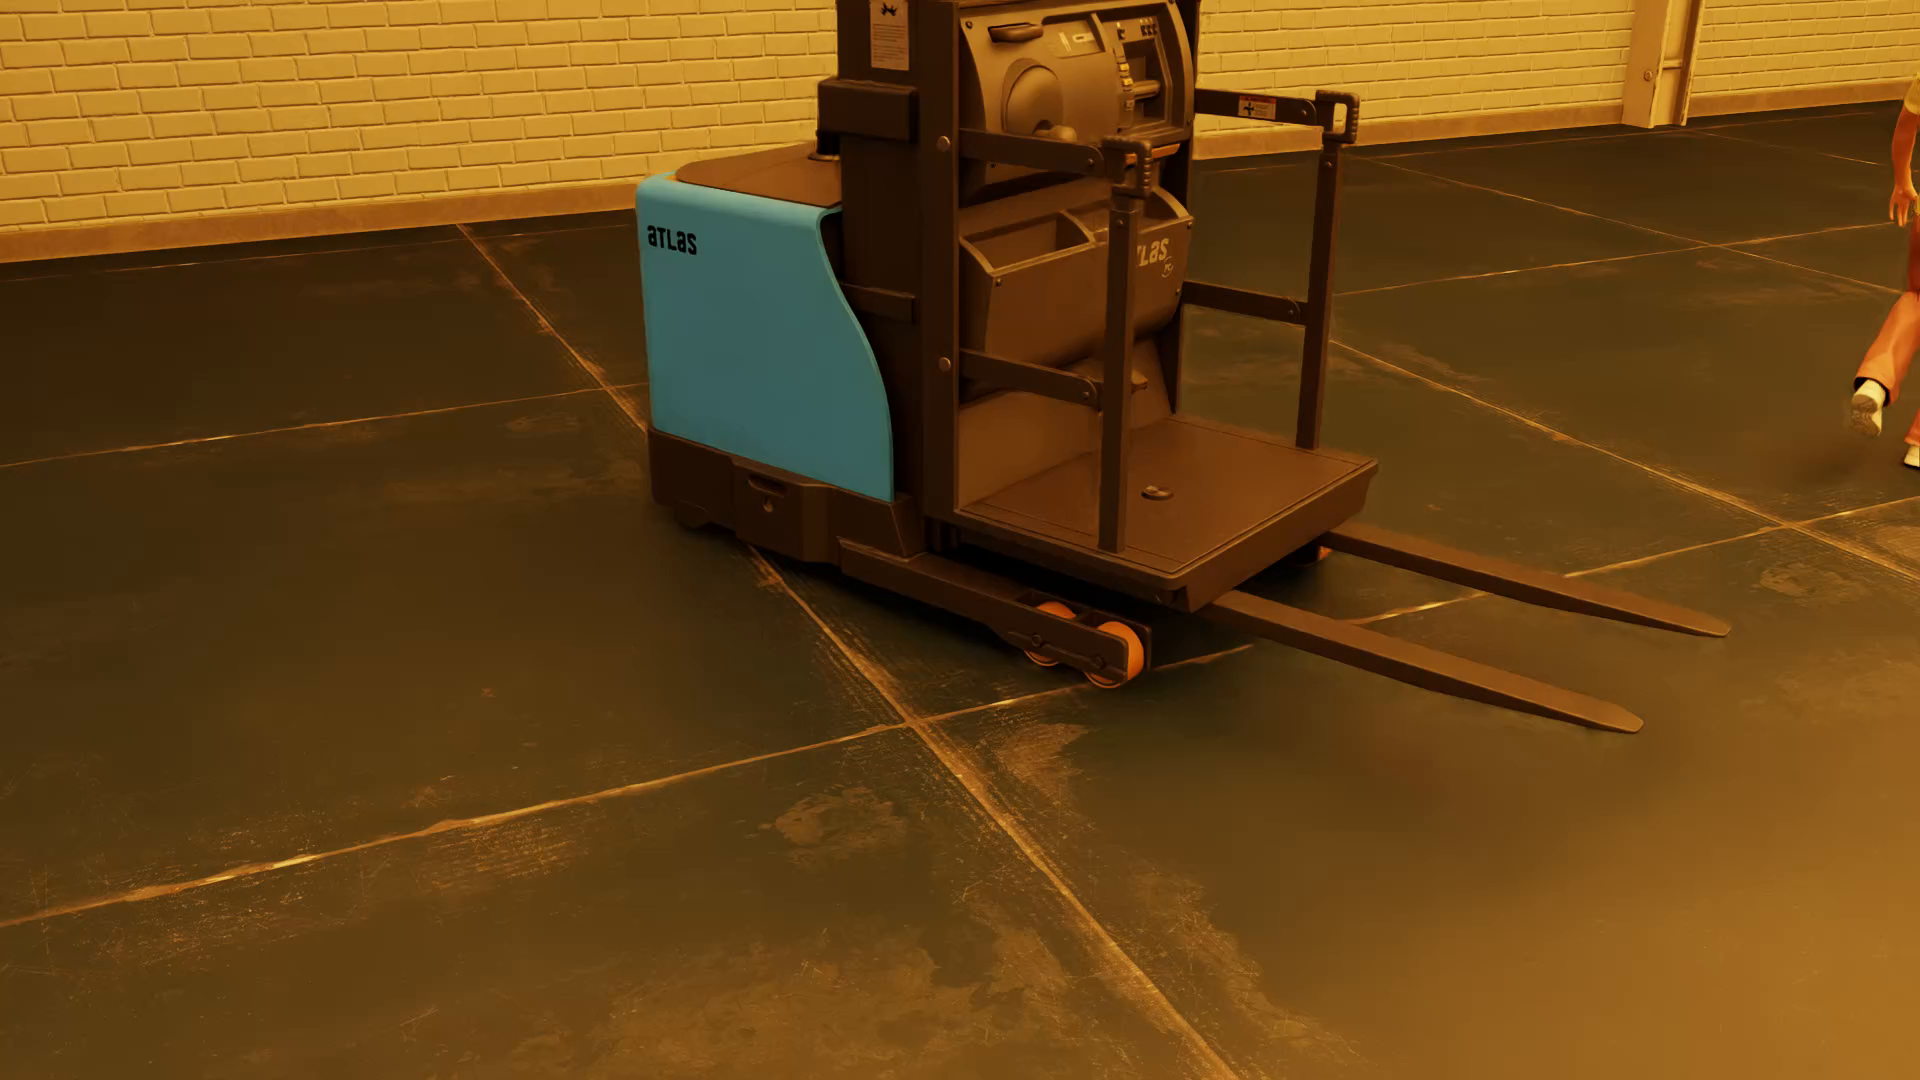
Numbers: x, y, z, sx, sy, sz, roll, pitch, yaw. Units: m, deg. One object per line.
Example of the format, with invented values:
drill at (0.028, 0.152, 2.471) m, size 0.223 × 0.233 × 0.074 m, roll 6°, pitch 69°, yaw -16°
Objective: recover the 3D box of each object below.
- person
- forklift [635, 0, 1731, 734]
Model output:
person at (3.325, -1.050, 5.481) m, size 0.478 × 1.655 × 0.635 m, roll -14°, pitch 26°, yaw -30°
forklift at (0.484, -1.207, 4.192) m, size 3.031 × 2.935 × 1.130 m, roll 18°, pitch 28°, yaw 36°
